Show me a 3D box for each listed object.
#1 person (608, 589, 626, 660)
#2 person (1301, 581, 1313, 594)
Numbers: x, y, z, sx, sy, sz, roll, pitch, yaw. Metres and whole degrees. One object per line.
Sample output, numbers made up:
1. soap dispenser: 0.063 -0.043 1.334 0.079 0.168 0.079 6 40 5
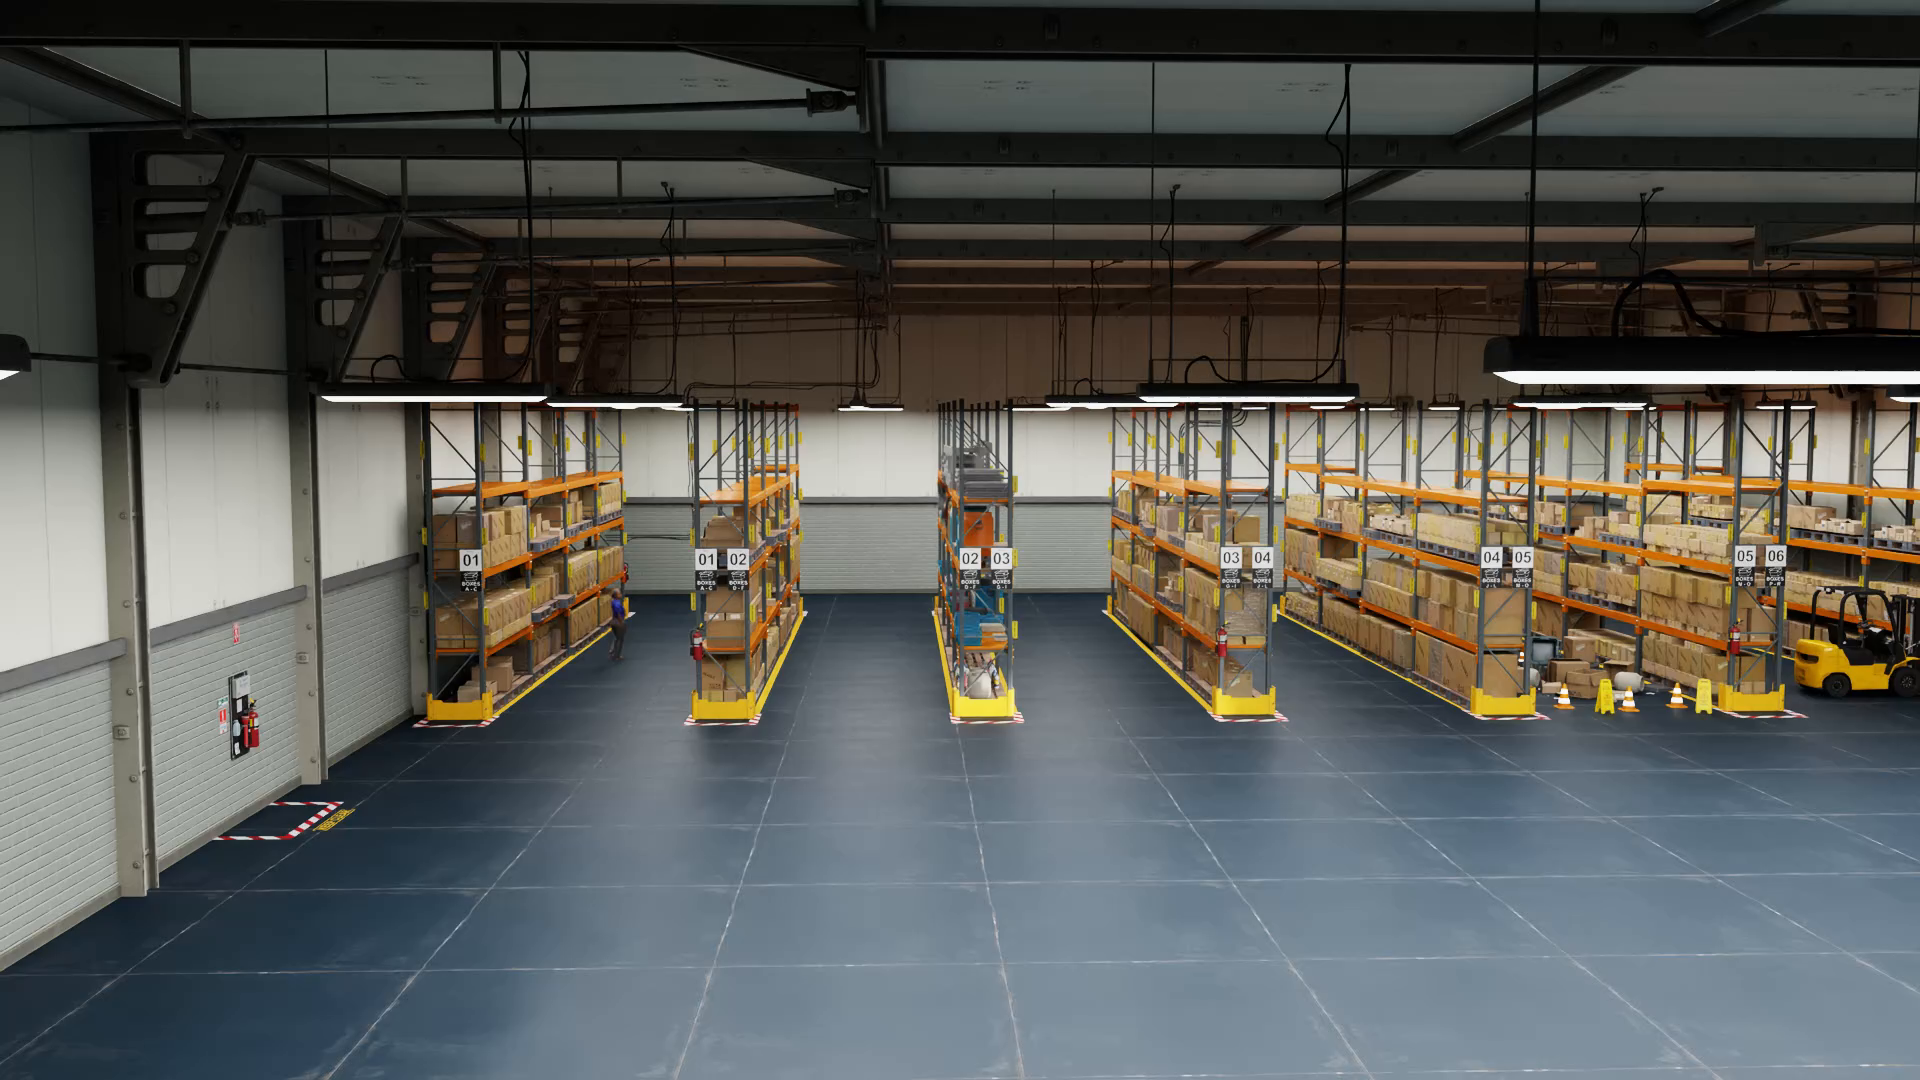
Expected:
1. person: -7.909 1.969 38.475 0.458 1.646 0.447 3 5 38
2. person: 10.288 1.107 48.943 0.666 1.776 0.558 0 4 -6
